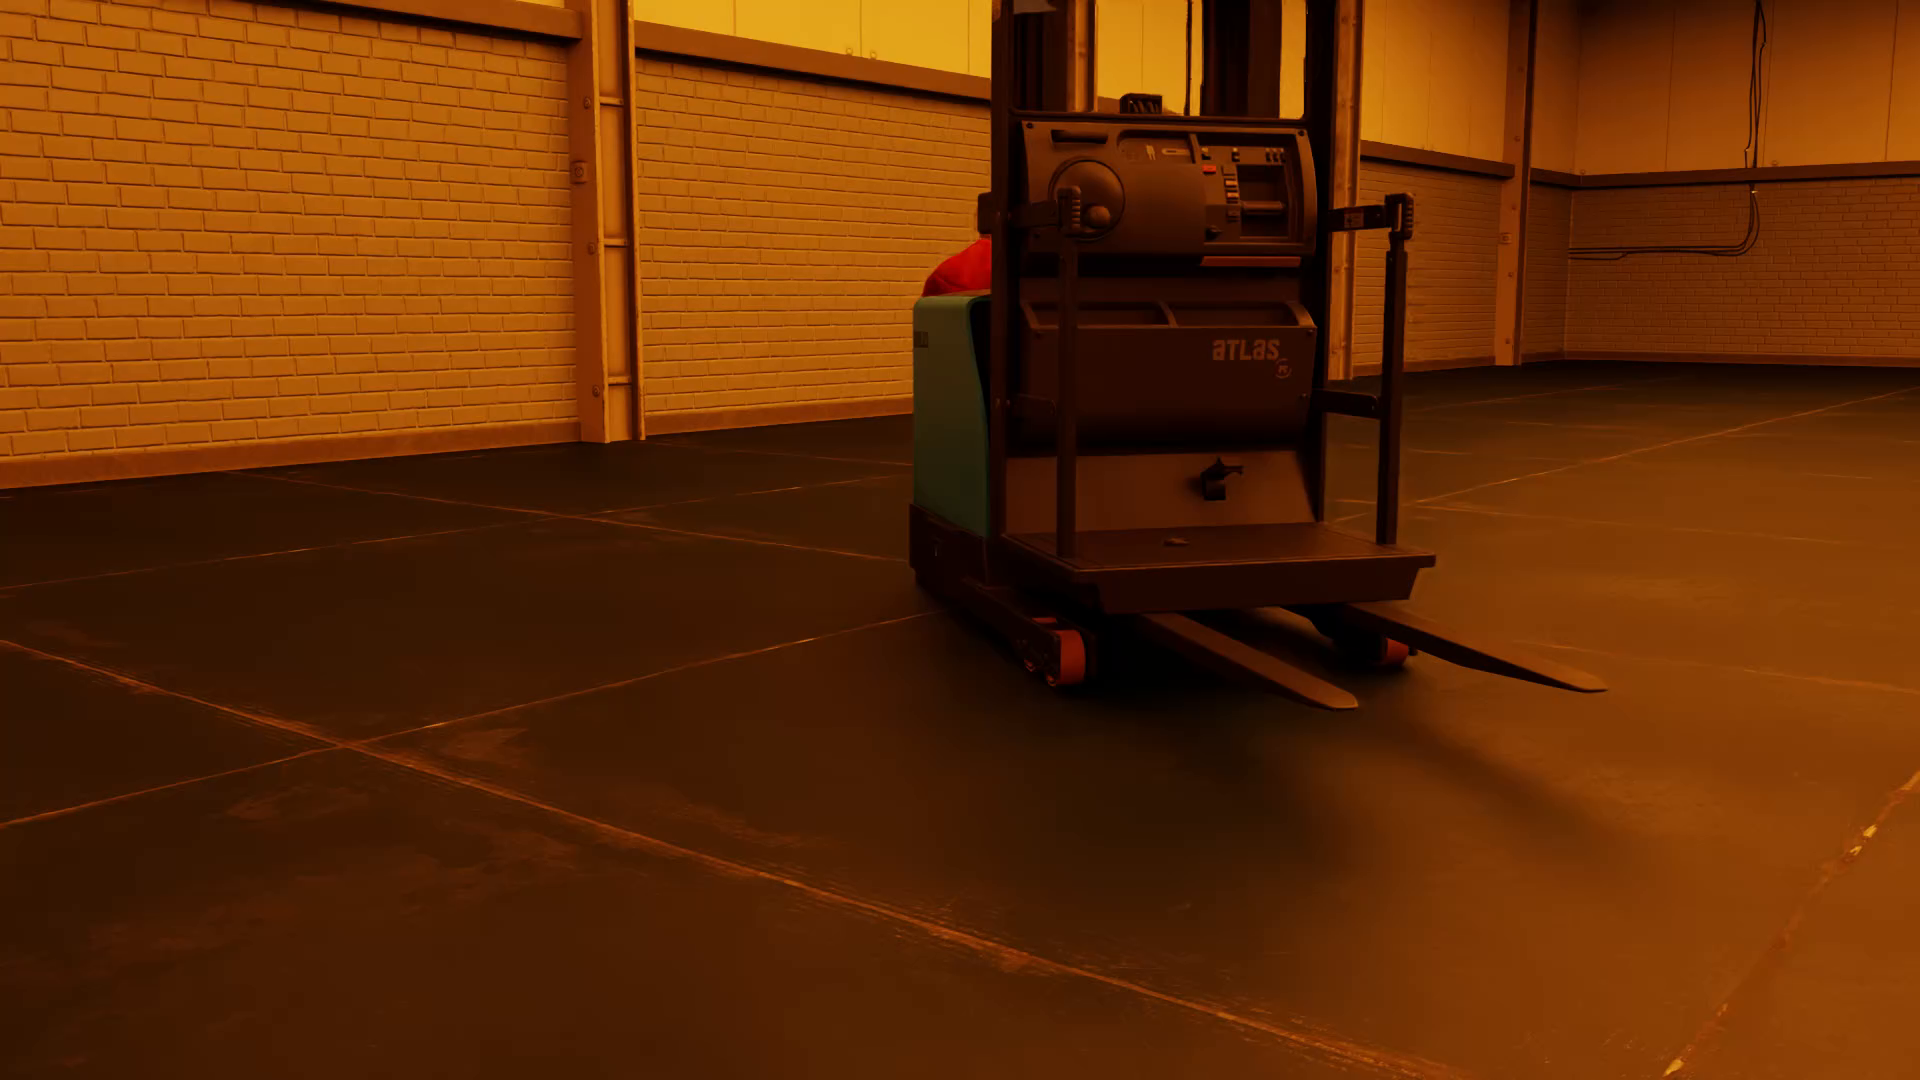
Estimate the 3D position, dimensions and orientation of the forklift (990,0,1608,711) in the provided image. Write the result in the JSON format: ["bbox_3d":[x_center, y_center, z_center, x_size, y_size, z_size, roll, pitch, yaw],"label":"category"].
[{"bbox_3d":[0.721,-1.061,4.753,1.101,2.867,2.884,-2,9,-15],"label":"forklift"}]
